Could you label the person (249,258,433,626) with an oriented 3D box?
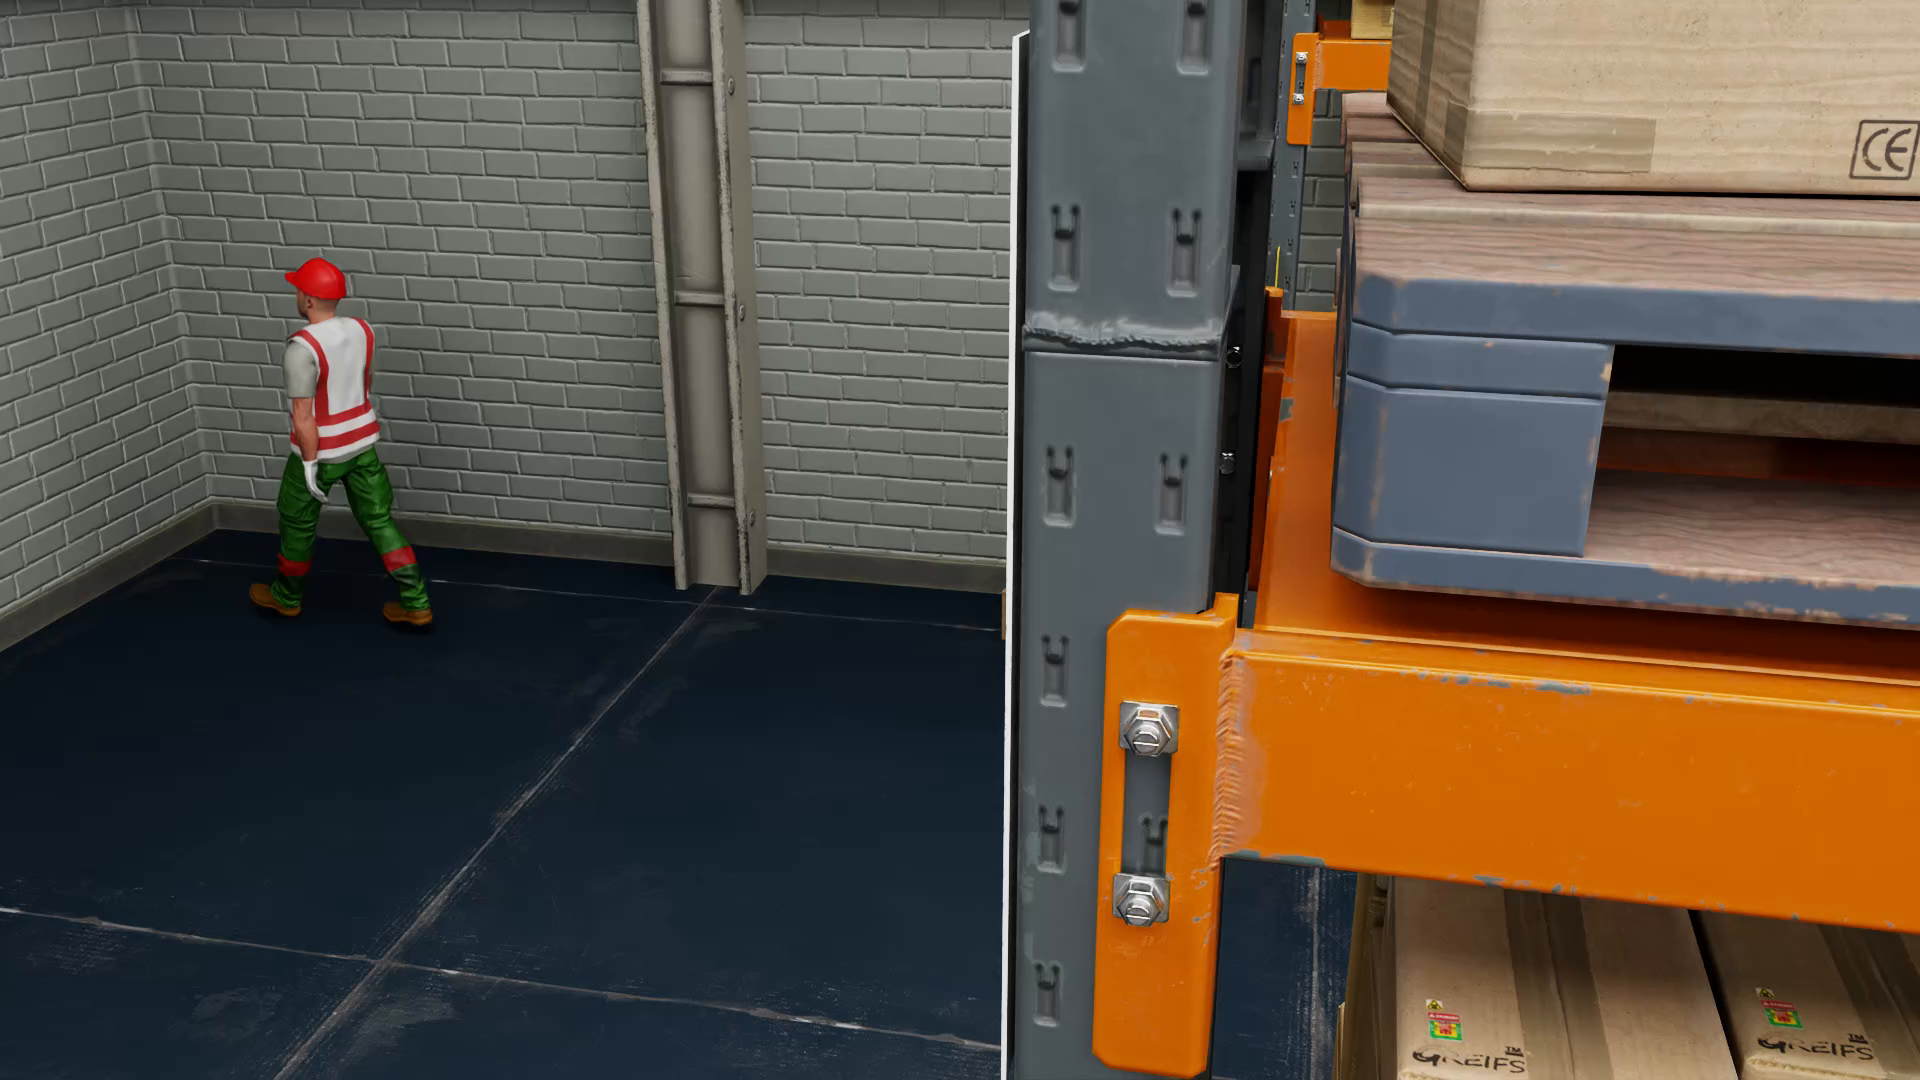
[{"bbox_3d":[-2.955,-0.451,7.714,0.975,1.746,0.538,13,25,30],"label":"person"}]
